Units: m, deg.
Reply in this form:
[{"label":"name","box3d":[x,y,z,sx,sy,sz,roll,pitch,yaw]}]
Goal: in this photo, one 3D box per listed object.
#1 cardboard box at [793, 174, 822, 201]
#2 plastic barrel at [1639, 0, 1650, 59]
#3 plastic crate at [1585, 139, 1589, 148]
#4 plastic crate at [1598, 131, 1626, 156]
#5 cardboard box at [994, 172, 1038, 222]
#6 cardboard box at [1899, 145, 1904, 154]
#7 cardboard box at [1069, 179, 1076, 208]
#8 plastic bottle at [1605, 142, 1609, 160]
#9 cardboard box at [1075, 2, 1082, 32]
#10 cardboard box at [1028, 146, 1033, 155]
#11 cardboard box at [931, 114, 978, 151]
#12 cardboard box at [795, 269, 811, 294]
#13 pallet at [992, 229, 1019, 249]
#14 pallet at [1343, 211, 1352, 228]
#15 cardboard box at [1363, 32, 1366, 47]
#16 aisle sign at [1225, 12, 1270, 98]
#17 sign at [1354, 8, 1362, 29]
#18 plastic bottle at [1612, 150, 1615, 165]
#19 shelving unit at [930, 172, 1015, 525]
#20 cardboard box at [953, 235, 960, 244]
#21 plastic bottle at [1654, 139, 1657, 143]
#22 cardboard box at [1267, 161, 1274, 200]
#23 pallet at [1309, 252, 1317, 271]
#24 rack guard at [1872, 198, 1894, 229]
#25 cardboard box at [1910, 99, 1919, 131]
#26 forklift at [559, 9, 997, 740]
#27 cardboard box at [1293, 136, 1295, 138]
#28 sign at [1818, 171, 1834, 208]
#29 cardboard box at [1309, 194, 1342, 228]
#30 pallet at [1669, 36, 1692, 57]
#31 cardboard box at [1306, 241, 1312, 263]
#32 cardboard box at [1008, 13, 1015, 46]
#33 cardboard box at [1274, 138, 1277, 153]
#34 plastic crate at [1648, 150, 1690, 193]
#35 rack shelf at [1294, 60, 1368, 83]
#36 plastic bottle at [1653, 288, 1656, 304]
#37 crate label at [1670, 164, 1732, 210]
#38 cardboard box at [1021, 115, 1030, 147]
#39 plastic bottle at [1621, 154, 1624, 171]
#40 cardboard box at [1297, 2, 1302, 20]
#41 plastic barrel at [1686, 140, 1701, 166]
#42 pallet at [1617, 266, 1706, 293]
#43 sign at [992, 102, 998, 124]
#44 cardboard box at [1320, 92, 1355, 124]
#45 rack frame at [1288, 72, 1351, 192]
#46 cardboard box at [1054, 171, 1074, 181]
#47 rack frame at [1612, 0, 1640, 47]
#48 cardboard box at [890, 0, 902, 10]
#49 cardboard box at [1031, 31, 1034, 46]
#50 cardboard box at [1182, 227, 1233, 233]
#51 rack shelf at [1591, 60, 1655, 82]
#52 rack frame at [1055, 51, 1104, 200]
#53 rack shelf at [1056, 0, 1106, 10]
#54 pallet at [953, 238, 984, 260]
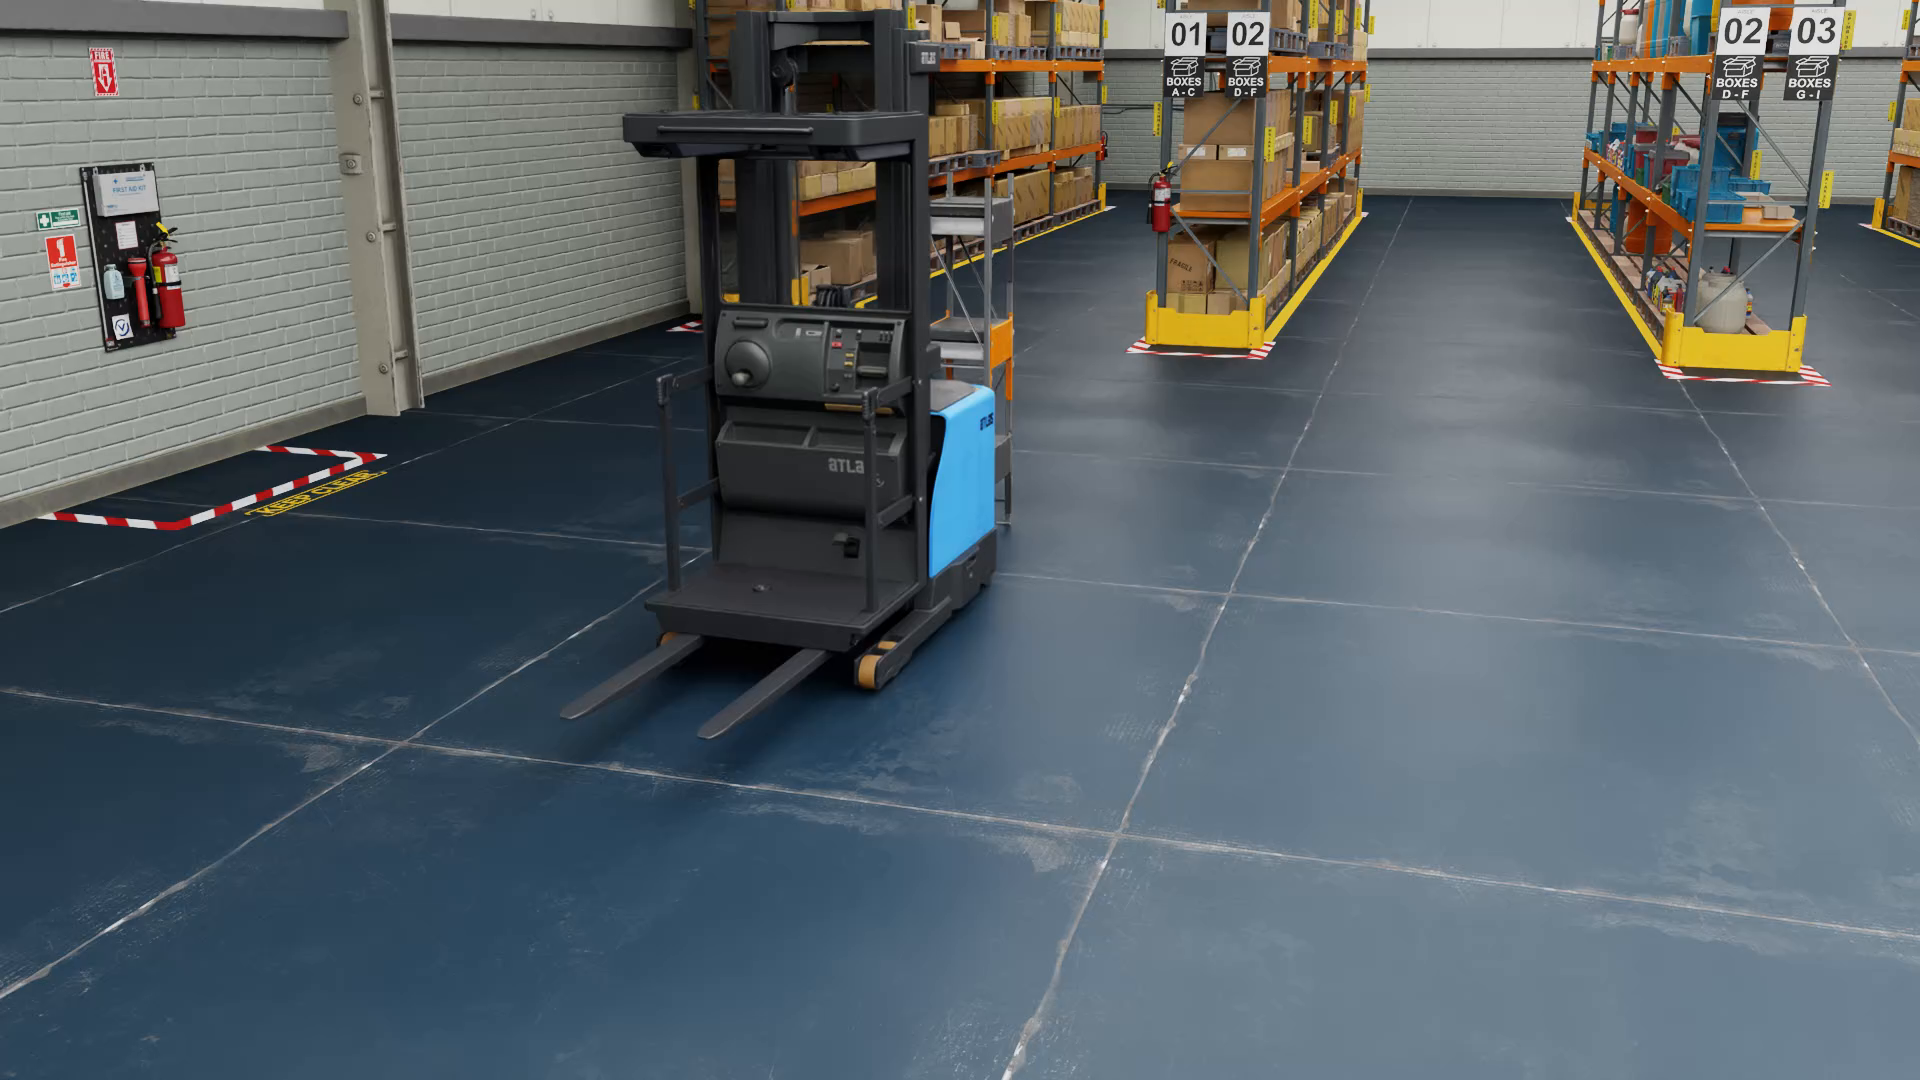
[{"label":"cardboard box","box3d":[-1.829,-3.859,18.177,0.500,0.250,0.500,4,16,14]},{"label":"plastic barrel","box3d":[9.058,-6.630,21.290,0.600,0.901,0.600,0,16,0]},{"label":"plastic crate","box3d":[11.217,-7.022,29.462,0.250,0.136,0.298,5,16,16]},{"label":"plastic crate","box3d":[10.442,-6.360,26.674,0.392,0.384,0.575,5,16,16]},{"label":"cardboard box","box3d":[0.828,-5.713,27.645,0.750,0.750,0.750,5,17,18]},{"label":"cardboard box","box3d":[15.961,-6.530,27.815,0.380,0.149,0.250,4,16,15]},{"label":"cardboard box","box3d":[1.743,-6.411,30.745,0.700,0.500,0.500,5,17,17]},{"label":"plastic bottle","box3d":[10.123,-6.071,25.950,0.061,0.283,0.133,5,16,16]},{"label":"cardboard box","box3d":[1.885,-9.369,29.816,0.500,0.500,0.500,5,17,16]},{"label":"cardboard box","box3d":[0.996,-6.472,27.574,0.380,0.149,0.250,5,16,16]},{"label":"cardboard box","box3d":[-0.123,-6.048,24.665,0.700,0.500,0.500,3,16,9]},{"label":"cardboard box","box3d":[-1.989,-2.911,18.716,0.500,0.311,0.500,3,16,10]},{"label":"pallet","box3d":[0.297,-4.771,26.262,1.003,0.211,1.213,5,16,16]},{"label":"pallet","box3d":[6.429,-5.733,29.656,1.003,0.211,1.213,5,16,16]},{"label":"cardboard box","box3d":[6.982,-8.948,29.741,0.500,0.250,0.500,5,16,16]},{"label":"aisle sign","box3d":[2.753,-4.645,15.946,0.394,0.787,0.004,5,16,16]},{"label":"sign","box3d":[6.422,-8.414,26.832,0.100,0.325,0.005,5,16,16]},{"label":"plastic bottle","box3d":[9.751,-5.705,24.683,0.097,0.271,0.097,0,16,0]},{"label":"shelving unit","box3d":[0.047,-1.053,9.696,0.431,2.100,0.503,5,16,16]},{"label":"cardboard box","box3d":[-0.411,-4.603,24.334,0.700,0.500,0.500,5,16,16]},{"label":"plastic bottle","box3d":[10.498,-5.863,25.094,0.144,0.351,0.185,5,16,16]},{"label":"cardboard box","box3d":[3.060,-4.010,18.287,0.700,0.500,0.500,5,17,18]},{"label":"pallet","box3d":[4.480,-3.975,23.456,1.003,0.211,1.213,5,16,16]},{"label":"rack guard","box3d":[16.529,-5.656,28.855,1.175,0.500,0.348,5,16,16]},{"label":"cardboard box","box3d":[15.843,-6.913,27.059,0.500,0.500,0.500,4,16,14]},{"label":"forklift","box3d":[-0.768,-0.858,7.483,1.130,2.935,3.031,5,17,19]},{"label":"cardboard box","box3d":[4.290,-5.136,22.258,0.500,0.500,0.500,4,16,13]},{"label":"sign","box3d":[7.752,-3.140,14.895,0.100,0.325,0.005,5,16,16]},{"label":"cardboard box","box3d":[5.874,-5.304,26.807,0.500,0.500,0.500,5,16,16]},{"label":"pallet","box3d":[8.252,-5.253,17.701,1.213,0.211,1.003,5,16,16]},{"label":"cardboard box","box3d":[4.404,-3.850,22.175,0.500,0.250,0.500,5,17,17]},{"label":"cardboard box","box3d":[0.483,-8.163,26.624,0.700,0.500,0.500,5,16,16]},{"label":"cardboard box","box3d":[3.234,-4.284,18.063,0.380,0.149,0.250,5,17,16]},{"label":"plastic crate","box3d":[8.207,-4.278,19.298,0.402,0.464,0.583,5,16,16]},{"label":"rack shelf","box3d":[6.457,-8.195,29.047,1.077,0.370,4.000,5,16,16]},{"label":"plastic bottle","box3d":[7.579,-2.662,18.039,0.097,0.201,0.097,0,16,0]},{"label":"crate label","box3d":[7.490,-3.570,16.854,0.502,0.435,0.616,5,16,16]},{"label":"cardboard box","box3d":[0.825,-6.623,26.916,0.500,0.500,0.500,5,17,17]},{"label":"plastic bottle","box3d":[9.271,-5.287,23.185,0.061,0.283,0.133,5,16,16]},{"label":"cardboard box","box3d":[3.968,-6.725,20.676,0.500,0.500,0.500,6,17,21]},{"label":"plastic barrel","box3d":[9.054,-4.588,20.257,0.433,0.535,0.433,0,16,0]},{"label":"pallet","box3d":[8.894,-3.284,21.021,1.003,0.211,1.213,5,16,16]},{"label":"sign","box3d":[0.524,-6.391,24.888,0.100,0.325,0.005,5,16,16]},{"label":"cardboard box","box3d":[6.292,-7.206,27.721,0.500,0.500,0.500,5,17,17]},{"label":"rack frame","box3d":[5.888,-6.575,27.514,1.000,3.000,0.127,5,16,16]},{"label":"cardboard box","box3d":[1.869,-6.670,30.469,0.380,0.149,0.250,4,16,14]},{"label":"rack frame","box3d":[10.636,-9.076,25.337,1.000,3.000,0.127,5,16,16]},{"label":"cardboard box","box3d":[-1.018,-6.695,20.387,0.500,0.500,0.500,3,16,11]},{"label":"cardboard box","box3d":[1.108,-8.777,29.100,0.500,0.250,0.500,5,17,16]},{"label":"cardboard box","box3d":[2.759,-3.232,18.624,0.500,0.500,0.500,5,16,16]},{"label":"rack shelf","box3d":[11.205,-7.810,27.689,1.077,0.370,4.000,5,16,16]},{"label":"rack frame","box3d":[2.275,-8.005,32.554,1.000,3.000,0.127,5,16,16]},{"label":"rack shelf","box3d":[1.706,-9.829,30.043,1.077,0.370,4.000,5,16,16]},{"label":"pallet","box3d":[-0.222,-4.366,24.835,1.003,0.211,1.213,5,16,16]}]
